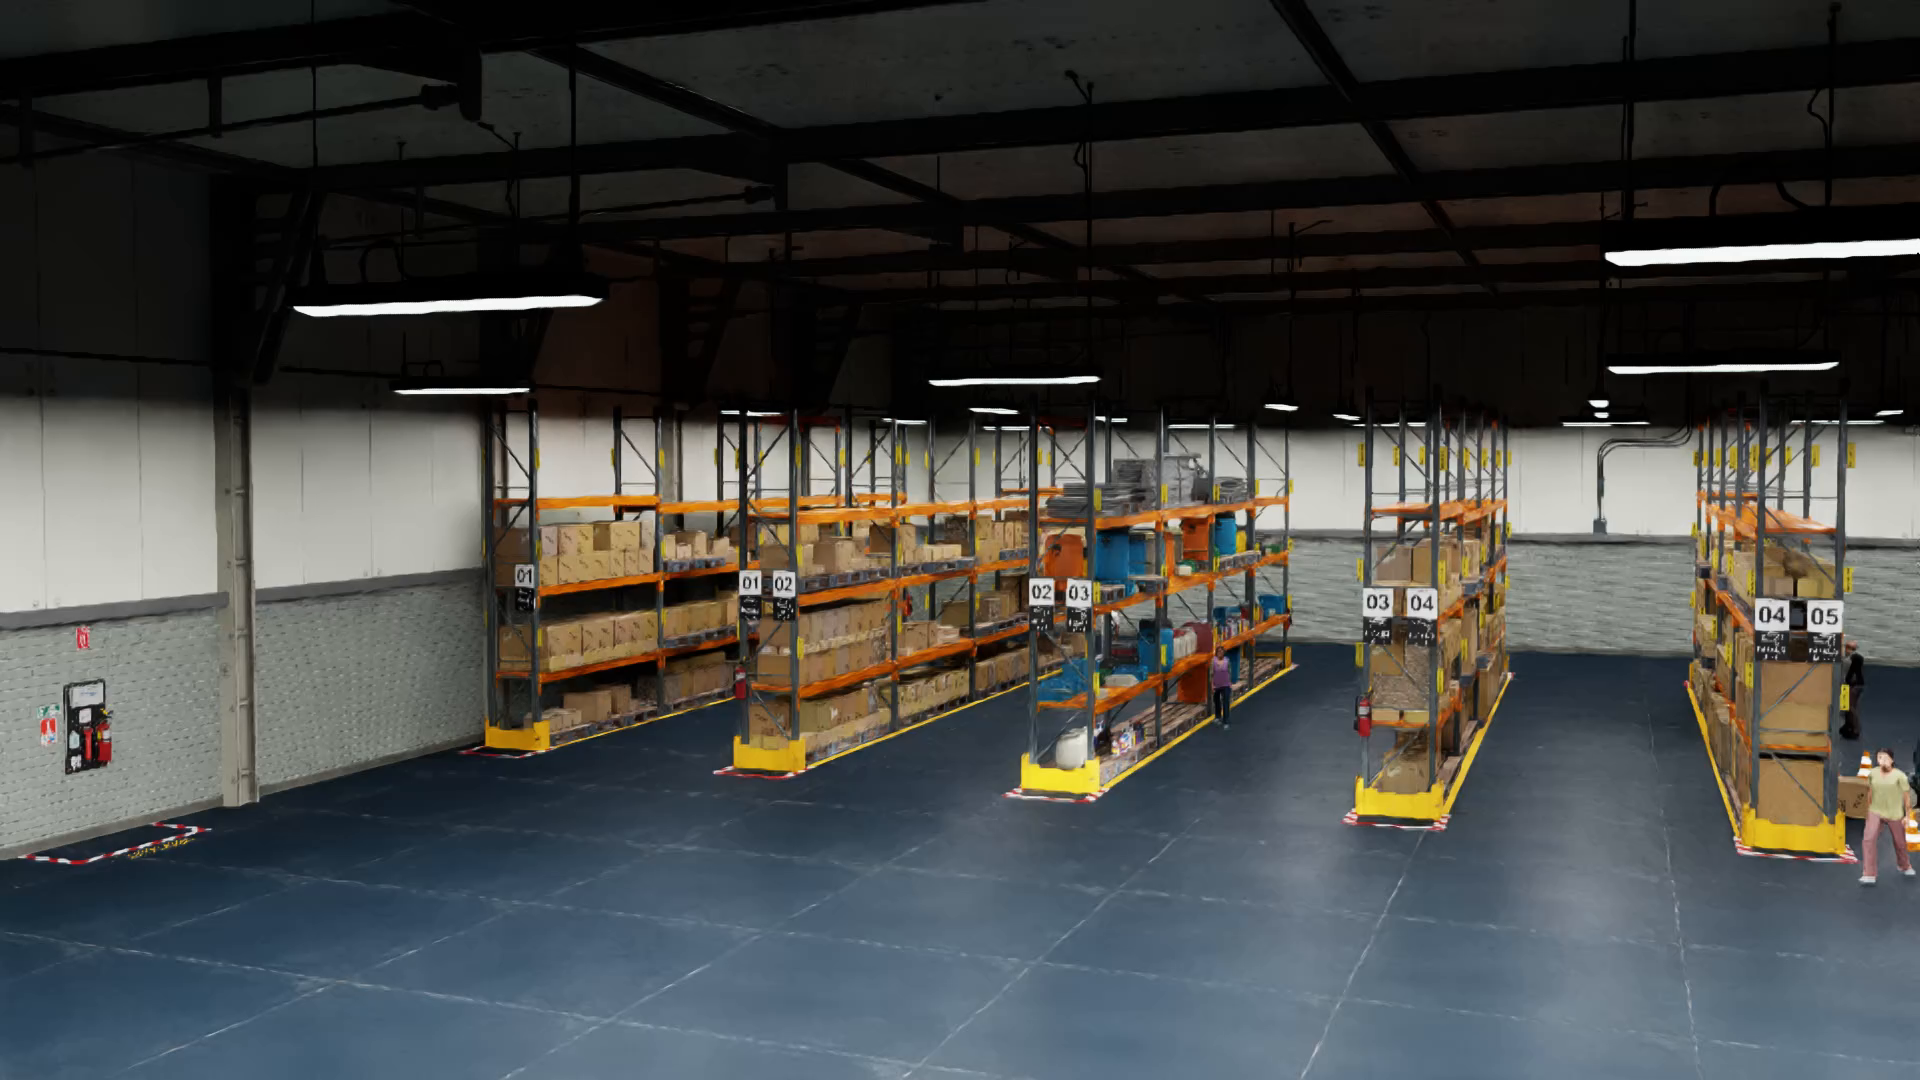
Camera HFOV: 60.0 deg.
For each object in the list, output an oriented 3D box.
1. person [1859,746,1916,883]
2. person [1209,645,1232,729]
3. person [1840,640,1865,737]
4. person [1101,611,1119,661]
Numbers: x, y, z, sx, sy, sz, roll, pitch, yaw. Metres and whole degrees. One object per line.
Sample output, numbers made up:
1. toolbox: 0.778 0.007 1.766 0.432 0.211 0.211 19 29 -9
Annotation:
1. person: 10.957 3.226 19.613 0.492 1.609 0.953 3 4 42
2. person: 4.823 2.701 30.823 0.411 1.533 0.957 1 3 13
3. person: 16.016 2.648 29.964 0.626 1.718 0.576 -2 4 -37
4. person: 3.559 2.238 39.434 0.461 1.626 0.999 1 3 20
